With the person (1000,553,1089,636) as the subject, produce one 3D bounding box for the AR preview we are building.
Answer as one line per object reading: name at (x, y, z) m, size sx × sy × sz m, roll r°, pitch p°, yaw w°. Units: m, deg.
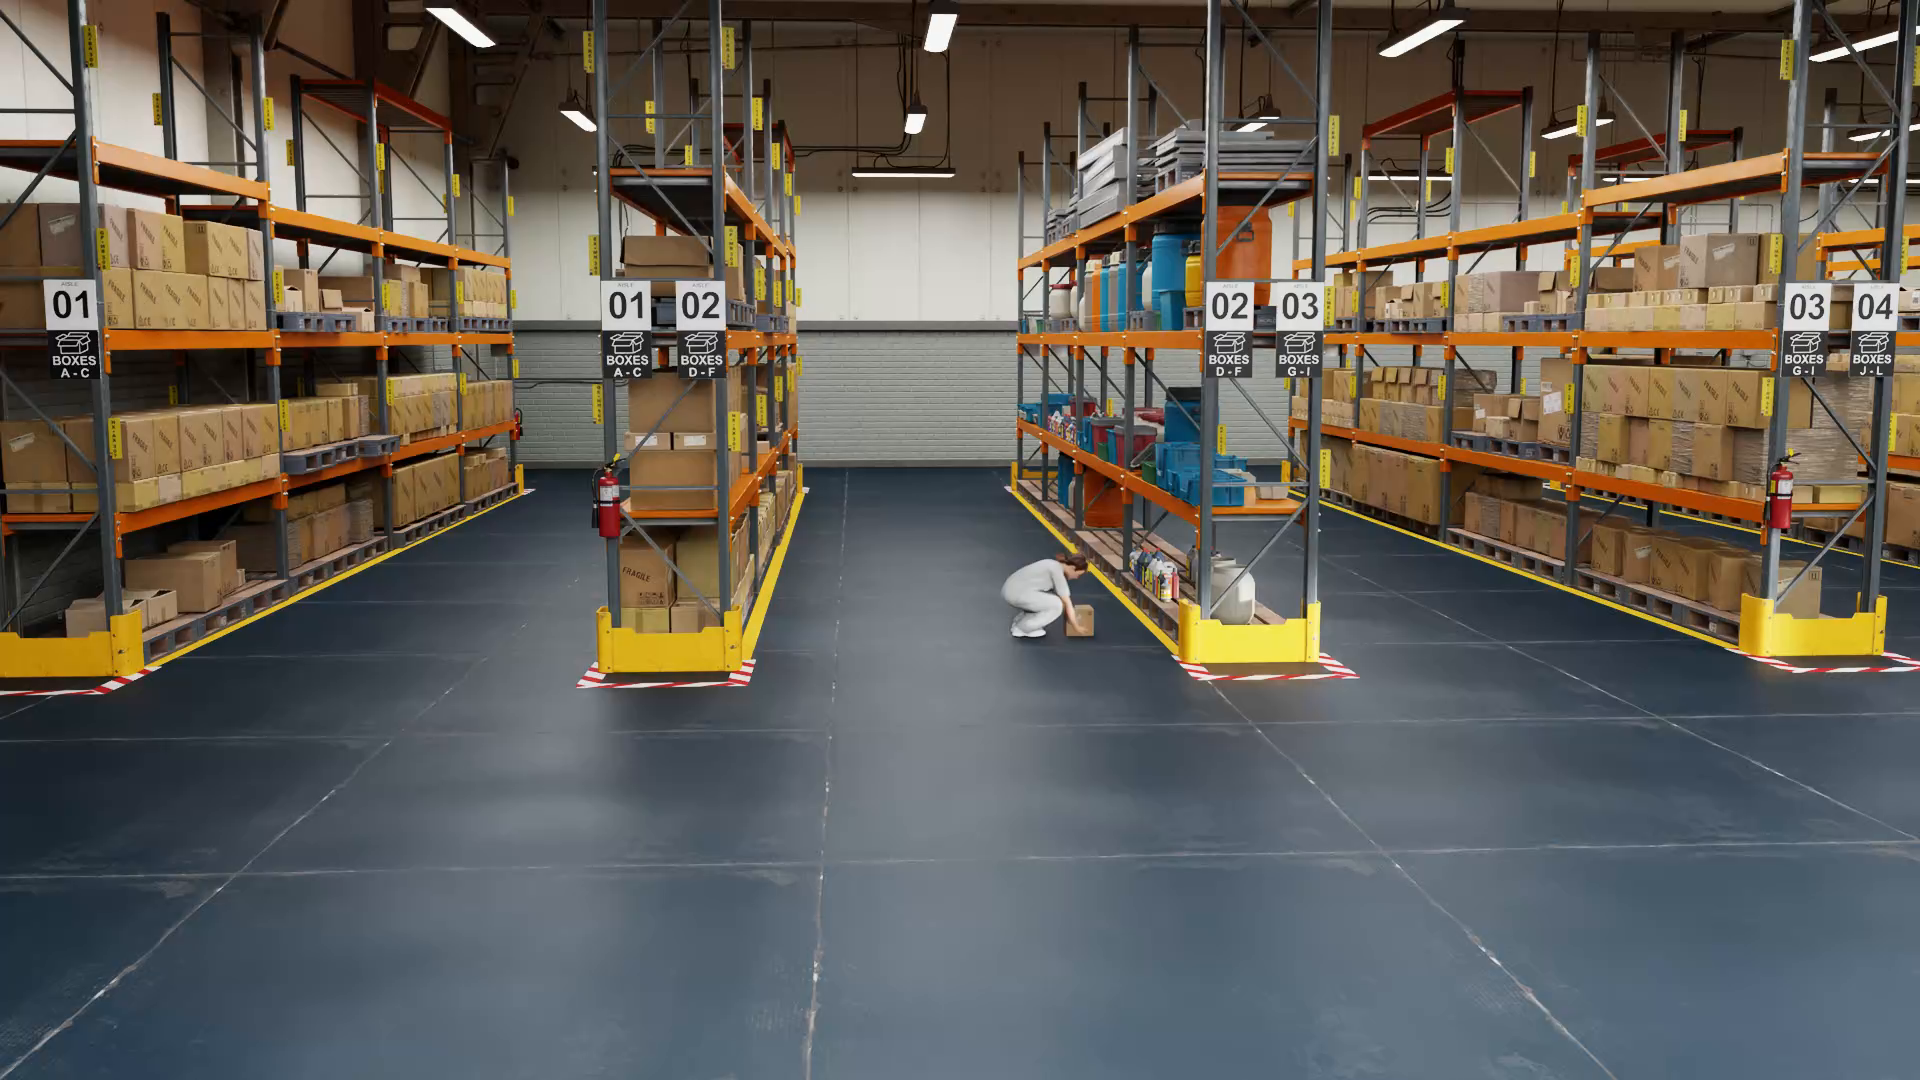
person at (0.786, 0.527, 15.450) m, size 0.821 × 0.800 × 0.477 m, roll 0°, pitch 7°, yaw -4°
